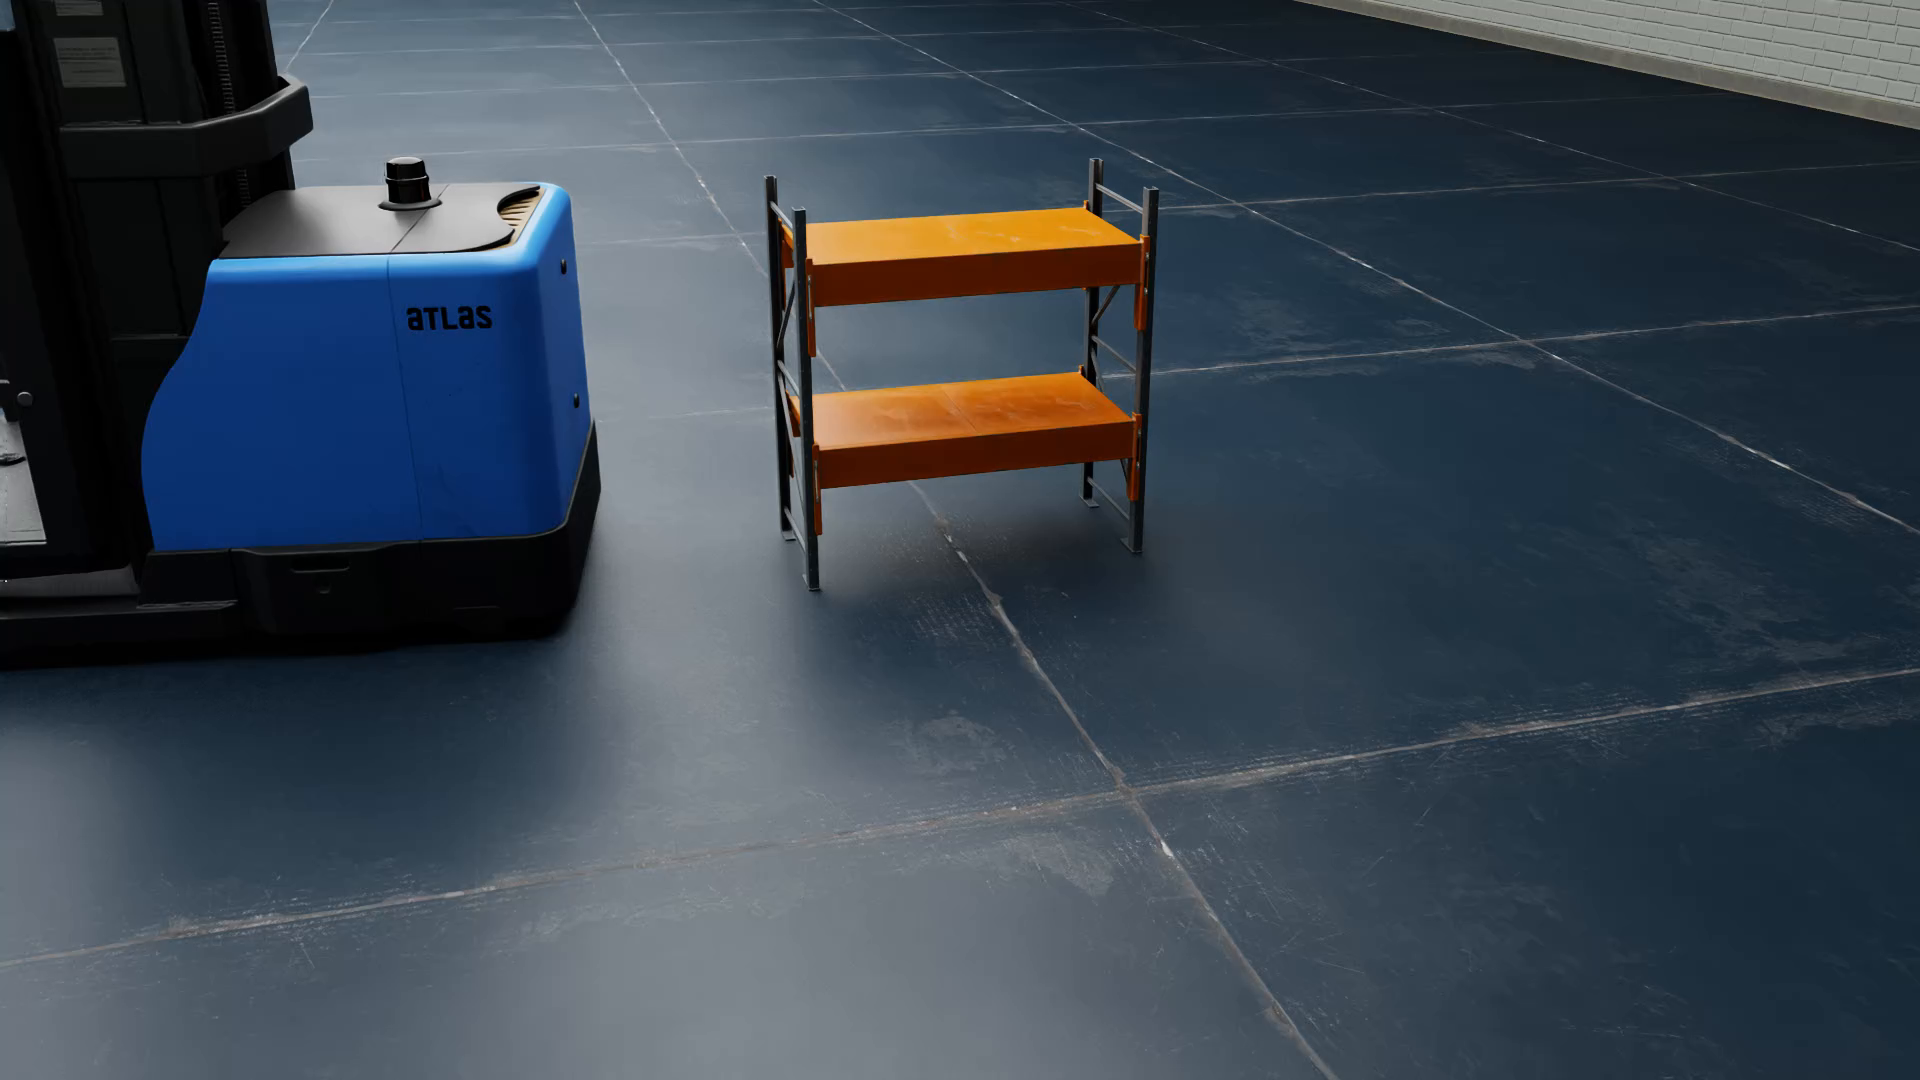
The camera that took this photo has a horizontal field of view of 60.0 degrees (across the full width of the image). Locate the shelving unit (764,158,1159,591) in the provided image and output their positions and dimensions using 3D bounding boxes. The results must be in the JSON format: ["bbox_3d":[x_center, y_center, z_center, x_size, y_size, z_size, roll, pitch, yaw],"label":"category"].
[{"bbox_3d":[-0.007,-0.516,5.027,1.048,1.125,0.538,-6,24,-14],"label":"shelving unit"}]

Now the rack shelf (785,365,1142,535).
[{"bbox_3d":[-0.007,-0.292,5.123,1.000,0.278,0.538,-6,24,-14],"label":"rack shelf"}]

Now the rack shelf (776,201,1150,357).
[{"bbox_3d":[-0.007,-0.785,4.911,1.000,0.278,0.538,-6,24,-14],"label":"rack shelf"}]

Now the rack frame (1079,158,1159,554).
[{"bbox_3d":[0.483,-0.570,5.153,0.032,1.125,0.500,-6,24,-14],"label":"rack frame"}]

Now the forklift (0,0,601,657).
[{"bbox_3d":[-2.633,-1.211,4.354,3.031,2.935,1.130,-3,23,-6],"label":"forklift"}]

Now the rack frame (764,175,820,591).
[{"bbox_3d":[-0.496,-0.462,4.900,0.032,1.125,0.500,-6,24,-14],"label":"rack frame"}]
